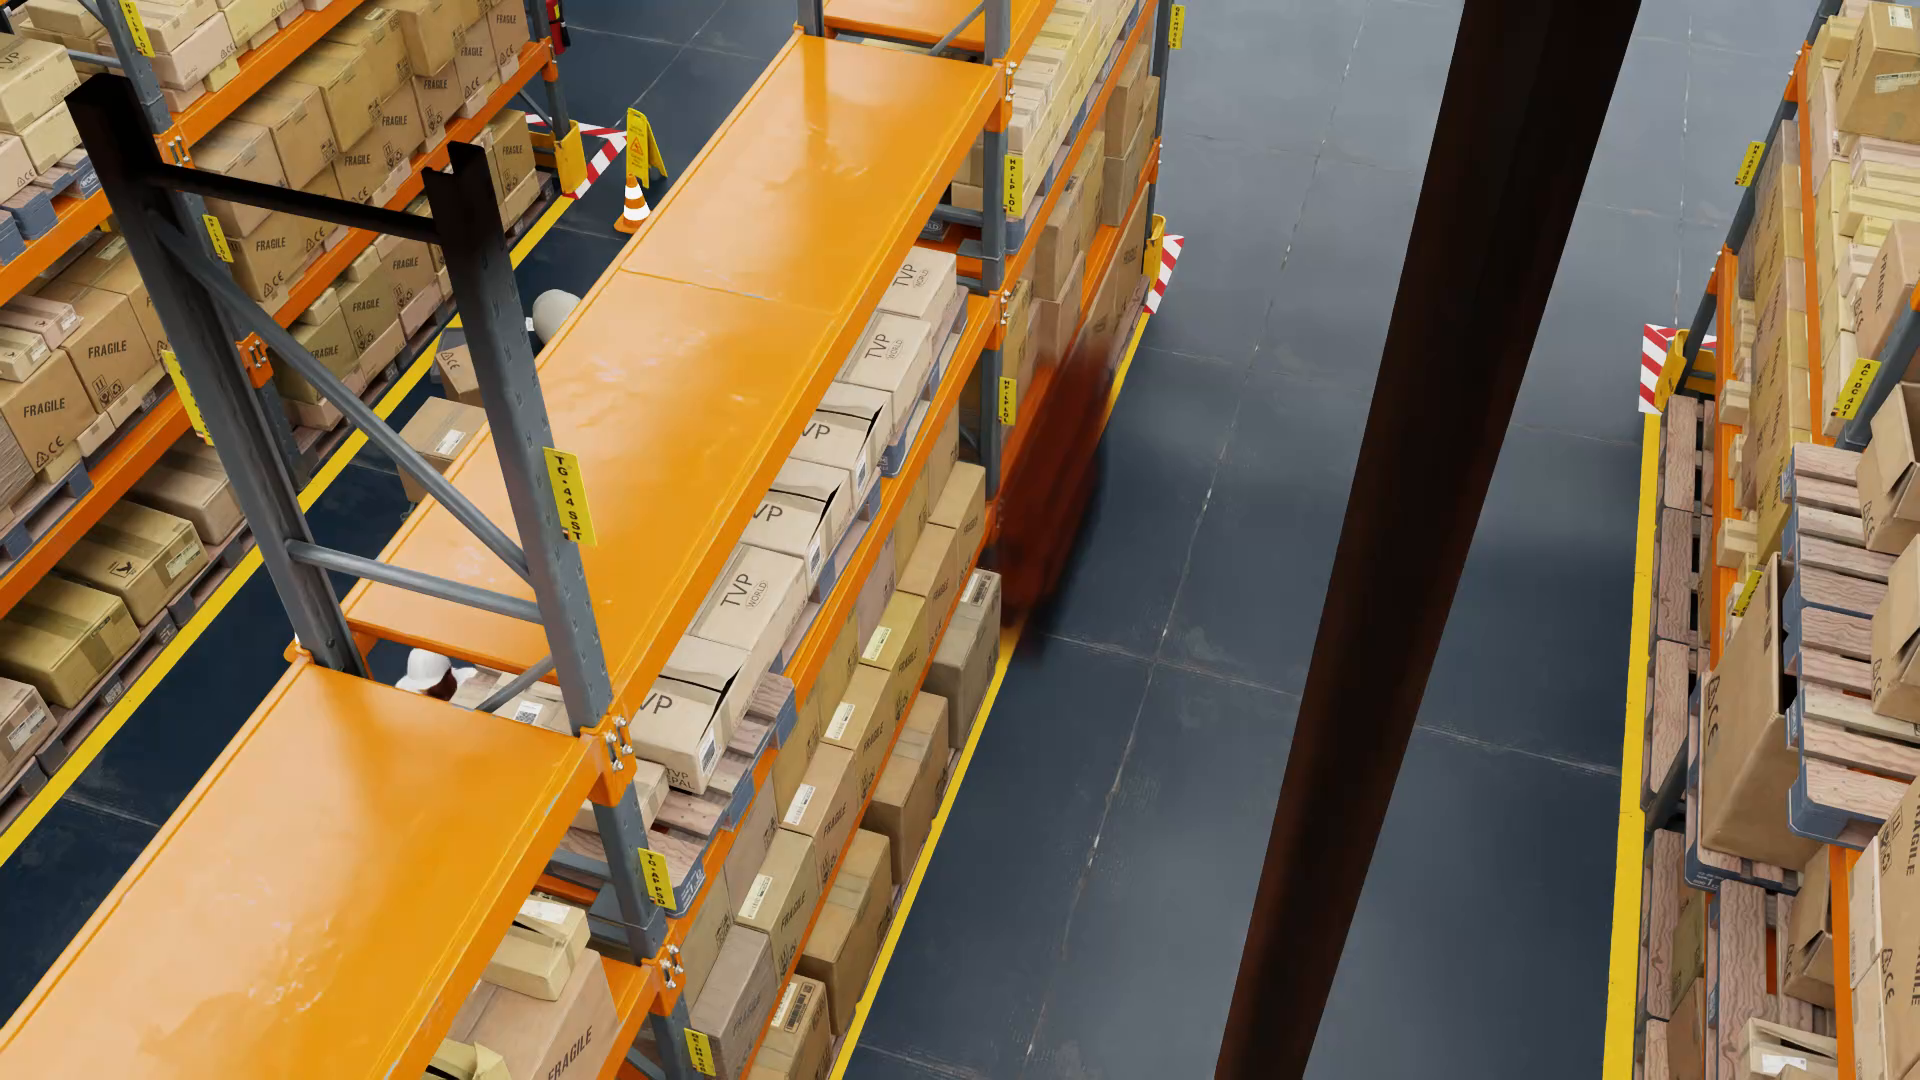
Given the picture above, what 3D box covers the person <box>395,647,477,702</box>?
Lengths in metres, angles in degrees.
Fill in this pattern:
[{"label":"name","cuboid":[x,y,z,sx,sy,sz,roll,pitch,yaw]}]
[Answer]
[{"label":"person","cuboid":[-2.606,1.086,8.867,0.649,1.747,0.604,-3,46,-3]}]
